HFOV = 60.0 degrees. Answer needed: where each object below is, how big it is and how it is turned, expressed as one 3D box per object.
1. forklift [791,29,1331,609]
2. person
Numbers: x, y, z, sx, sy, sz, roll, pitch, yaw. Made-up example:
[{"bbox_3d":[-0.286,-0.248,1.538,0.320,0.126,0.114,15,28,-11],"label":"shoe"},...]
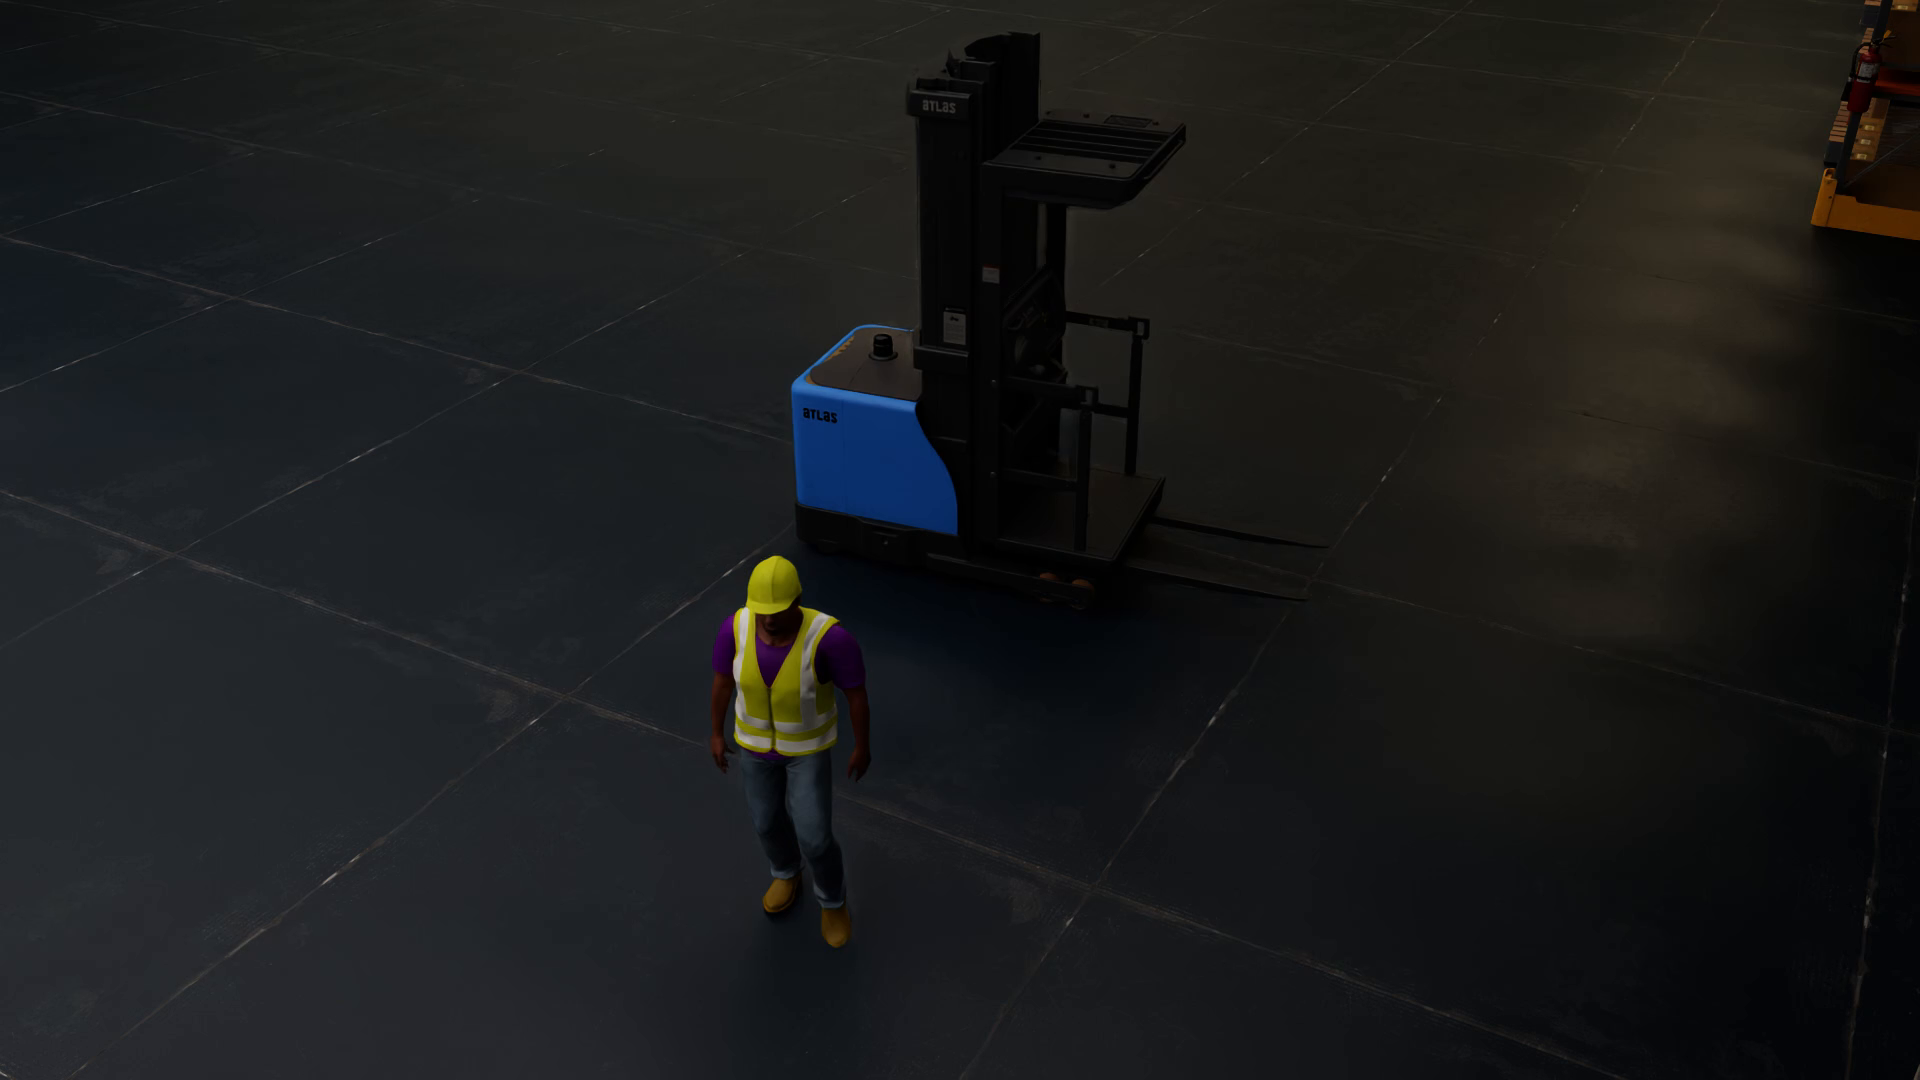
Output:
[{"bbox_3d":[0.594,-1.181,9.118,3.031,2.935,1.130,11,32,18],"label":"forklift"},{"bbox_3d":[-0.716,0.865,6.801,0.677,1.786,0.496,7,31,12],"label":"person"}]
